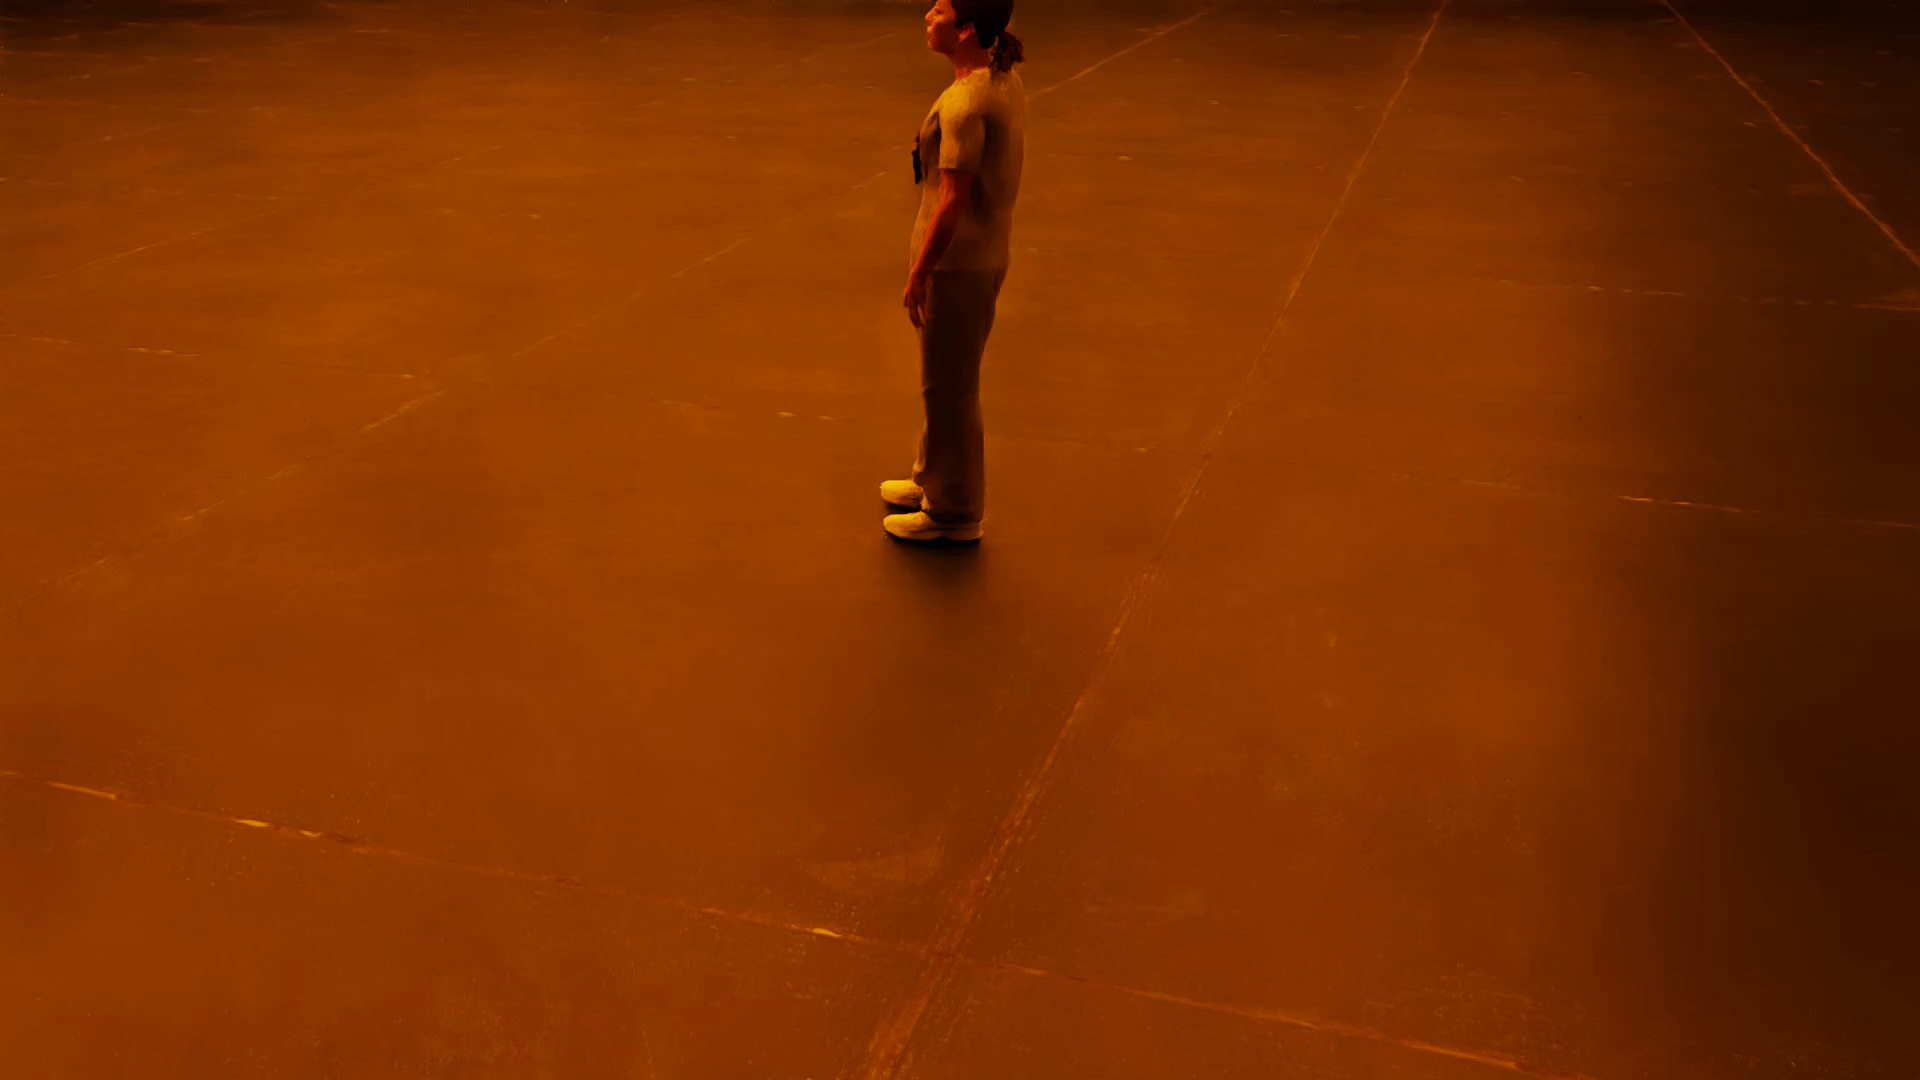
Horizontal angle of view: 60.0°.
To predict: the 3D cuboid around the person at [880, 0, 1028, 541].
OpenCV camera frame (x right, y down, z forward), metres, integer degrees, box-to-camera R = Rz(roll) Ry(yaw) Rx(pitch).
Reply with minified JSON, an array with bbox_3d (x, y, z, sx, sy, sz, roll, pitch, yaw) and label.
[{"bbox_3d":[-0.067,-0.794,4.830,0.548,1.674,0.550,7,23,16],"label":"person"}]
